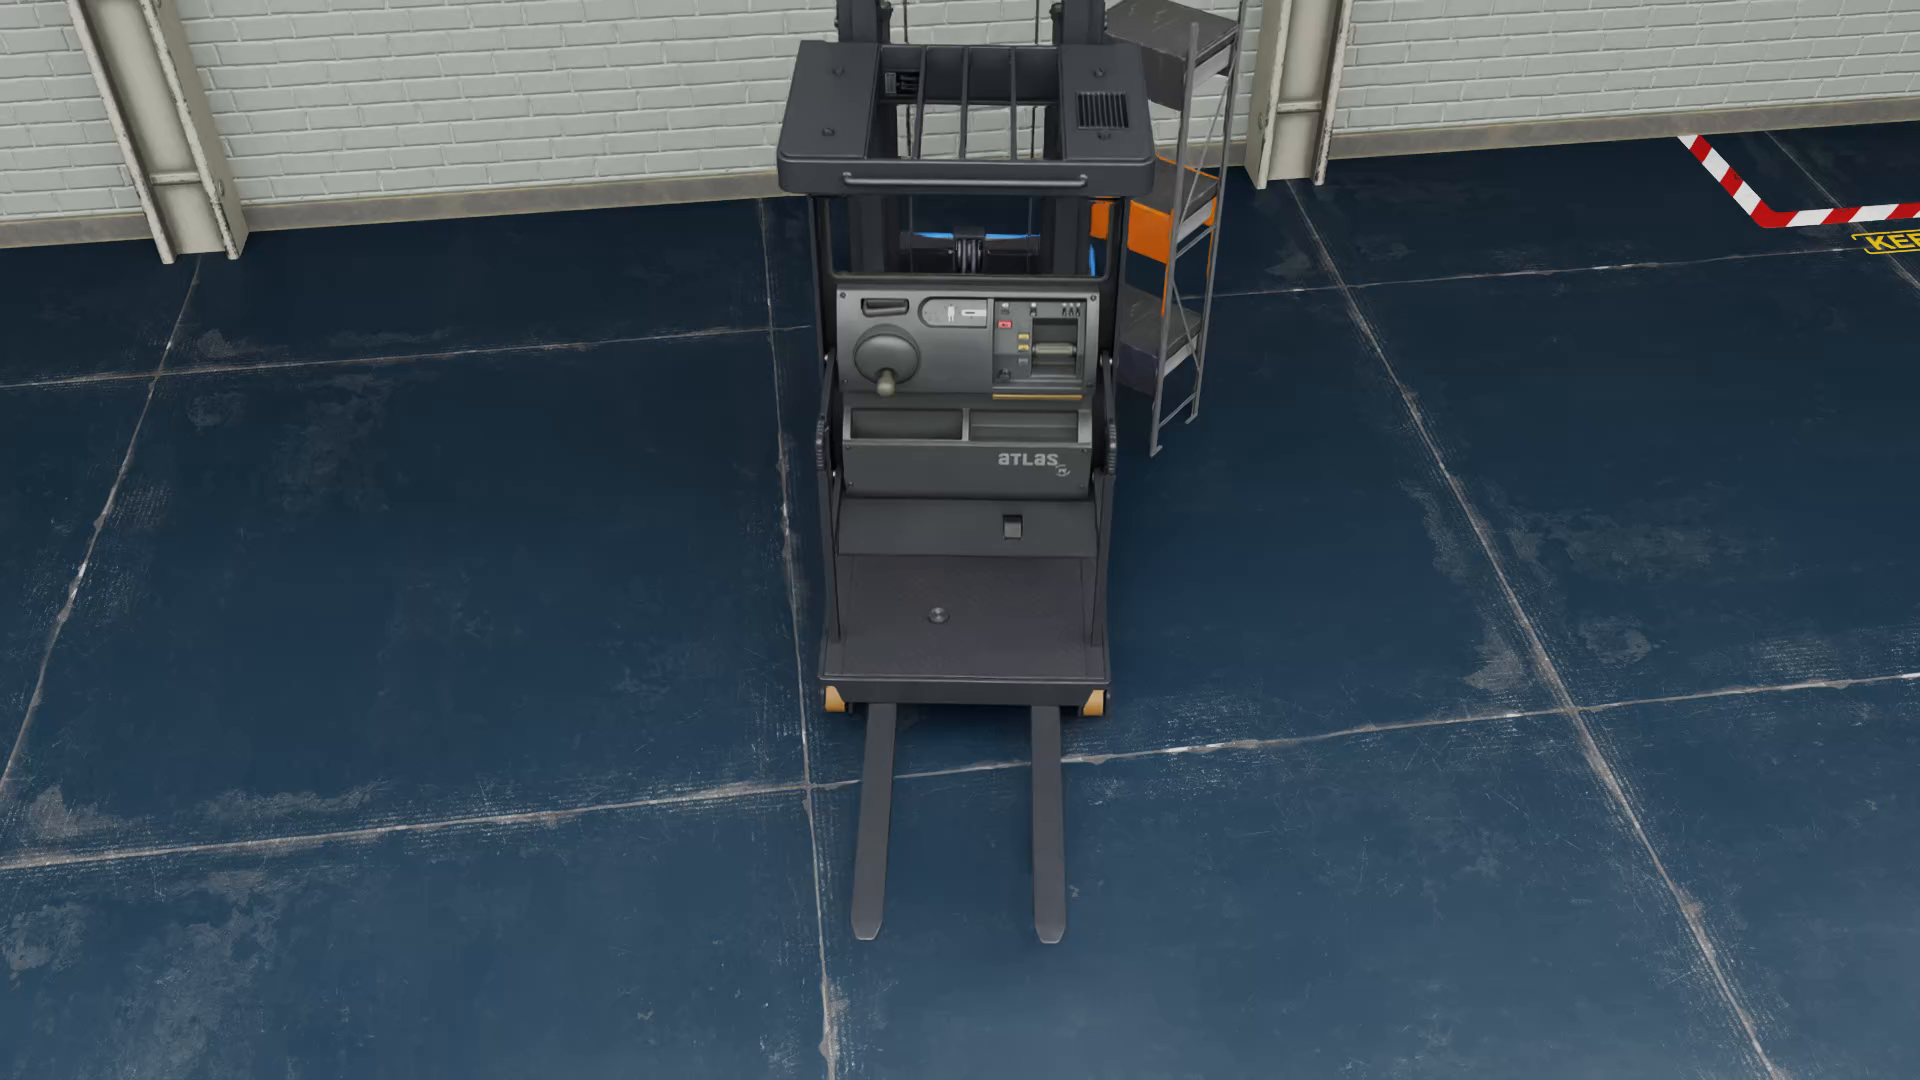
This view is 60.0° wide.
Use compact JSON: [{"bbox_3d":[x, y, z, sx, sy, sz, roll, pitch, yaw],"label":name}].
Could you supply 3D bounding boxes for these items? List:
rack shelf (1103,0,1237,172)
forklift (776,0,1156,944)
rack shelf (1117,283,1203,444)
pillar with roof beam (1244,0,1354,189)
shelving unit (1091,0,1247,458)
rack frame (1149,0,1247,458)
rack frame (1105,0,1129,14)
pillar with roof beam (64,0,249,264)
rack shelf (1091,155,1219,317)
[{"bbox_3d":[0.806,-1.879,6.740,0.480,0.518,0.431,27,49,27],"label":"rack shelf"},{"bbox_3d":[0.025,-0.620,5.749,1.130,2.935,3.031,1,42,1],"label":"forklift"},{"bbox_3d":[0.807,-0.838,7.677,0.480,0.518,0.431,27,49,27],"label":"rack shelf"},{"bbox_3d":[2.422,-2.599,3.413,0.400,9.000,9.100,-5,42,-6],"label":"pillar with roof beam"},{"bbox_3d":[0.807,-1.369,7.199,0.503,2.100,0.431,27,49,27],"label":"shelving unit"},{"bbox_3d":[1.000,-1.269,7.089,0.015,2.100,0.400,27,49,27],"label":"rack frame"},{"bbox_3d":[0.613,-1.468,7.310,0.015,2.100,0.400,27,49,27],"label":"rack frame"},{"bbox_3d":[-3.527,-2.078,2.835,0.400,9.000,9.100,-5,42,-6],"label":"pillar with roof beam"},{"bbox_3d":[0.807,-1.358,7.208,0.480,0.518,0.431,27,49,27],"label":"rack shelf"}]
